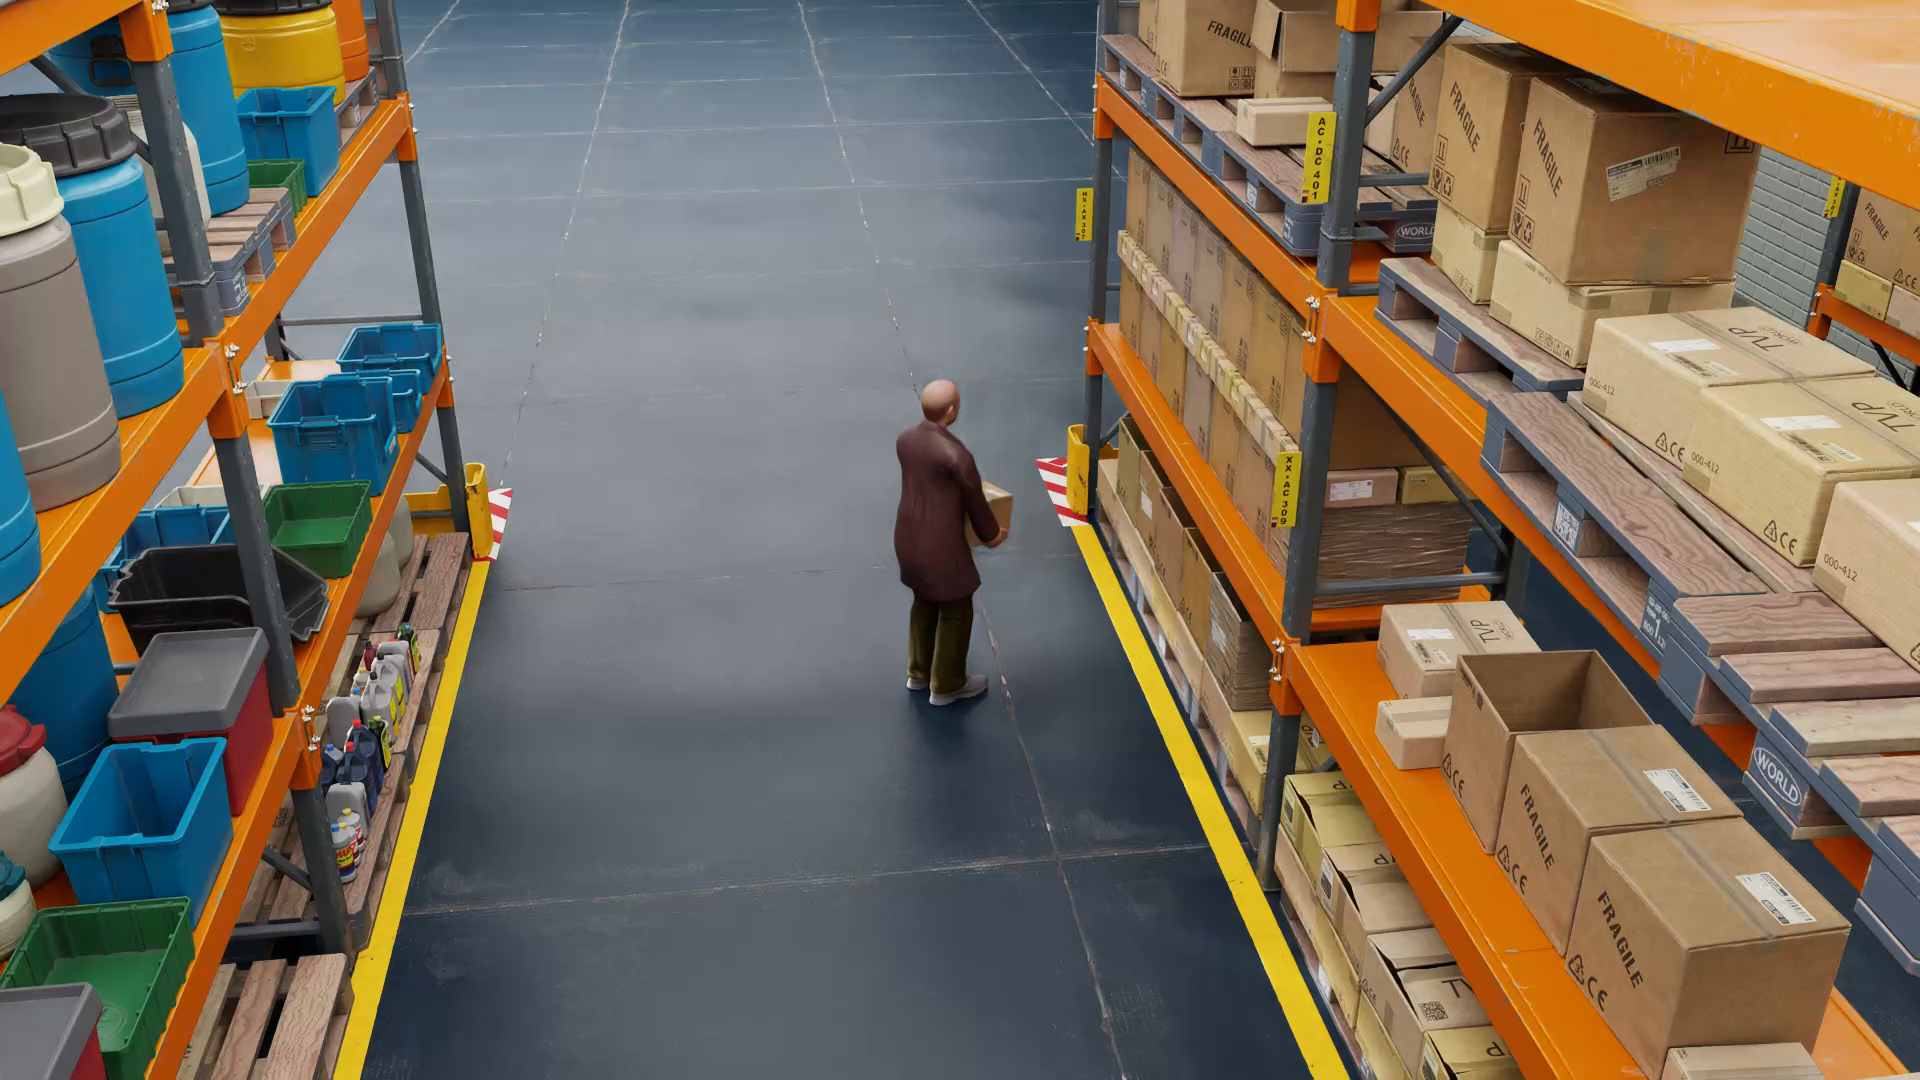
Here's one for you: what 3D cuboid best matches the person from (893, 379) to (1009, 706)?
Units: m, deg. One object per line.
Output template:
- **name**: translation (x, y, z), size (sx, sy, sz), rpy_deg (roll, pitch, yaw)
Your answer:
- **person**: translation (-0.058, -0.004, 8.651), size (0.580, 1.776, 0.524), rpy_deg (-21, 34, -36)
